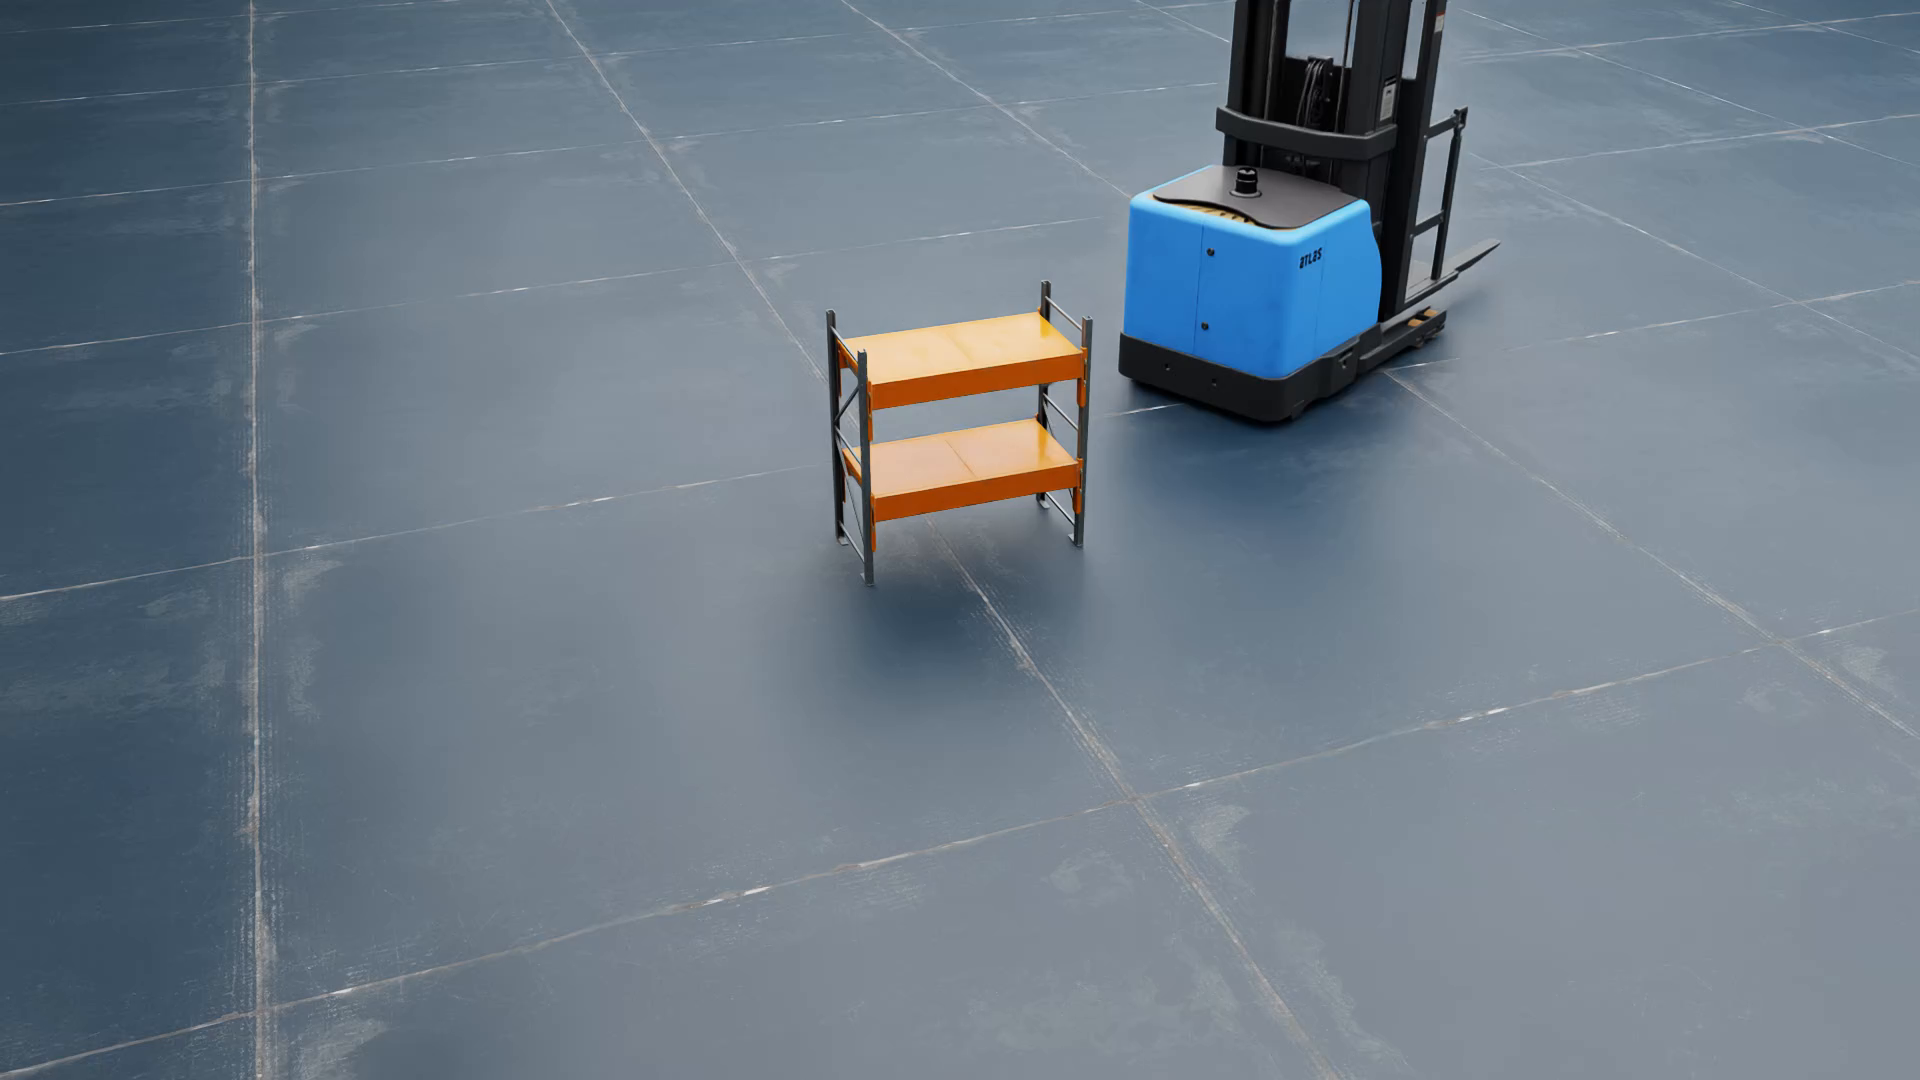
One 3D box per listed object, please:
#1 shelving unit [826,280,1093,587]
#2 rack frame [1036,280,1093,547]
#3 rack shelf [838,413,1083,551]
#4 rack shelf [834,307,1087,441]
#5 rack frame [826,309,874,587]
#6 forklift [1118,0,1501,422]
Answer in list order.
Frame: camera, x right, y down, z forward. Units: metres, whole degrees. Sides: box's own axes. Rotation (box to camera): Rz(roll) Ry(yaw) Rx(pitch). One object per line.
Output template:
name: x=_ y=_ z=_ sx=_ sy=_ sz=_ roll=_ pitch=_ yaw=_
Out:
shelving unit: x=-0.006 y=-0.488 z=7.469 sx=1.048 sy=1.125 sz=0.538 roll=-10 pitch=31 yaw=-18
rack frame: x=0.470 y=-0.575 z=7.624 sx=0.032 sy=1.125 sz=0.500 roll=-10 pitch=31 yaw=-18
rack shelf: x=-0.006 y=-0.275 z=7.591 sx=1.000 sy=0.278 sz=0.538 roll=-10 pitch=31 yaw=-18
rack shelf: x=-0.006 y=-0.742 z=7.325 sx=1.000 sy=0.278 sz=0.538 roll=-10 pitch=31 yaw=-18
rack frame: x=-0.483 y=-0.400 z=7.315 sx=0.032 sy=1.125 sz=0.500 roll=-10 pitch=31 yaw=-18
forklift: x=2.227 y=-2.543 z=9.254 sx=1.130 sy=2.935 sz=3.031 roll=23 pitch=37 yaw=35
